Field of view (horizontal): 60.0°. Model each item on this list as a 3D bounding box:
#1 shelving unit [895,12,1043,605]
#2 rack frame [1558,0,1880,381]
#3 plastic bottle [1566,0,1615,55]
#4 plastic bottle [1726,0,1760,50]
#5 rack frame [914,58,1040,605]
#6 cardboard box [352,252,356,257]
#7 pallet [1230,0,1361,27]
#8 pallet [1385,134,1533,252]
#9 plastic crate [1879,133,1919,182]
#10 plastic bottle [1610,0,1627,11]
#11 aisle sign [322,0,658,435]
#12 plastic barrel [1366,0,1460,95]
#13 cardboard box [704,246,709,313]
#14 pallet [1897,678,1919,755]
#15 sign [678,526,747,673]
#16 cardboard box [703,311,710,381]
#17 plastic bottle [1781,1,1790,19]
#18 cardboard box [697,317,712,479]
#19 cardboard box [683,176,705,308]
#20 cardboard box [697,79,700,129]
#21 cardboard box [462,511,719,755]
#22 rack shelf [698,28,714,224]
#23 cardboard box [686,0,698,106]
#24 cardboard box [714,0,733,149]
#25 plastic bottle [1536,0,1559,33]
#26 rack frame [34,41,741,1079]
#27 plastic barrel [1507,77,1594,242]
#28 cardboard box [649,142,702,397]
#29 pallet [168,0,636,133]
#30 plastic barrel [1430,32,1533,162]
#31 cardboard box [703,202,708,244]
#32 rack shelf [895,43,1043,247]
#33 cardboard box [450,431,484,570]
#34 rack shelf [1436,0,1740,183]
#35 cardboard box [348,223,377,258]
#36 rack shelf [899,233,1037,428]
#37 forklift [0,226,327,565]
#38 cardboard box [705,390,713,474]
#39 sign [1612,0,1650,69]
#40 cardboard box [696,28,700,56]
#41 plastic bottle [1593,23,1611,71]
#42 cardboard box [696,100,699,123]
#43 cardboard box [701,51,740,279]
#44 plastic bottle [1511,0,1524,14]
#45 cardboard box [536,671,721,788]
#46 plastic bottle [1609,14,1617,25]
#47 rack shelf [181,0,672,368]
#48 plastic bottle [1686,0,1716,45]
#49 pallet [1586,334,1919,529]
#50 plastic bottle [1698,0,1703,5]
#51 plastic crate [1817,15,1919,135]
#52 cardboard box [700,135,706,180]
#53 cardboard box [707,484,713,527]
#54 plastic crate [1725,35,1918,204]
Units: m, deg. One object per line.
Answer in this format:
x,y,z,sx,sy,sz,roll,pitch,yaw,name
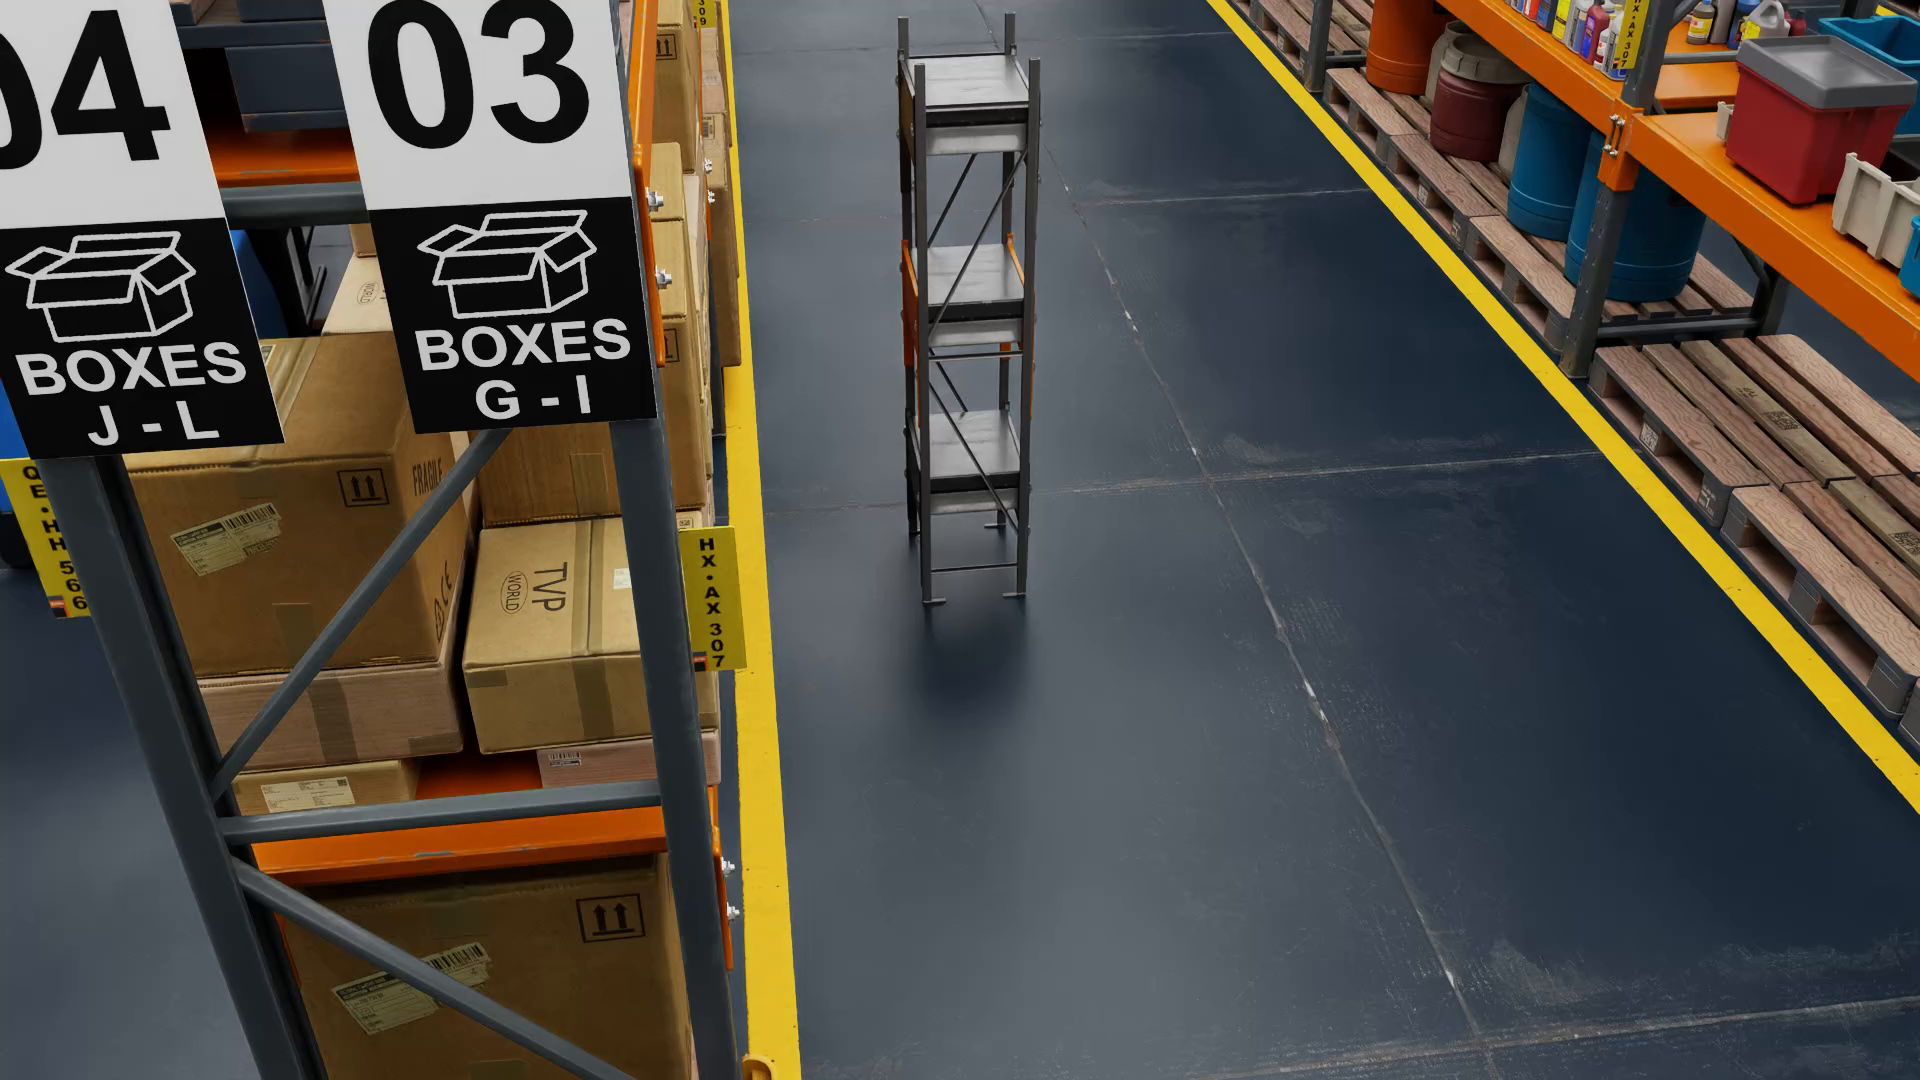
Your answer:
0.022,-0.775,6.023,0.431,2.100,0.503,-4,35,-6,shelving unit
3.363,-2.065,7.116,1.000,3.000,0.127,-4,35,-6,rack frame
2.941,-2.413,7.737,0.152,0.276,0.135,-4,35,-6,plastic bottle
3.672,-2.440,7.782,0.097,0.271,0.097,0,34,0,plastic bottle
0.055,-0.639,5.823,0.400,2.100,0.015,-4,35,-6,rack frame
-1.604,-0.902,5.279,0.500,0.250,0.500,-4,34,-5,cardboard box
2.599,-4.259,12.813,1.003,0.211,1.213,-4,35,-6,pallet
3.133,-2.029,9.539,1.003,0.211,1.213,-4,35,-6,pallet
3.780,-1.372,6.290,0.437,0.125,0.590,-4,35,-6,plastic crate
3.058,-2.544,7.863,0.144,0.351,0.185,-4,35,-6,plastic bottle
-0.700,-0.514,2.533,0.394,0.787,0.004,-4,35,-6,aisle sign
2.908,-3.302,10.486,0.600,0.830,0.708,-4,35,-6,plastic barrel
-1.040,-0.866,5.581,0.380,0.149,0.250,-4,34,-5,cardboard box
3.829,0.856,5.306,1.003,0.211,1.213,-4,35,-6,pallet
-0.456,0.113,3.081,0.100,0.325,0.005,-4,35,-6,sign
-0.973,-0.581,5.163,0.380,0.149,0.250,-4,34,-6,cardboard box
3.719,-2.328,7.606,0.061,0.283,0.133,-4,35,-6,plastic bottle
-0.944,-0.377,4.509,0.500,0.250,0.500,-5,35,-8,cardboard box
-1.084,-0.951,5.351,0.500,0.250,0.500,-4,34,-5,cardboard box
-1.359,-2.007,6.942,0.500,0.500,0.500,-4,35,-6,cardboard box
-0.804,0.193,3.672,0.500,0.250,0.500,-5,35,-8,cardboard box
-1.814,-2.509,8.406,1.077,0.370,4.000,-4,35,-6,rack shelf
-1.218,-1.824,5.967,0.500,0.500,0.500,-3,34,-5,cardboard box
-2.011,-2.831,9.754,1.225,0.875,0.875,-6,35,-9,cardboard box
2.890,-2.636,7.998,0.144,0.351,0.185,-4,35,-6,plastic bottle
-1.007,0.542,3.291,1.000,3.000,0.127,-4,35,-6,rack frame
3.212,-2.071,8.616,0.600,0.901,0.708,-4,35,-6,plastic barrel
-0.947,-0.684,4.294,0.500,0.500,0.500,-5,35,-8,cardboard box
-1.117,-1.074,3.077,1.003,0.211,1.213,-4,35,-6,pallet
3.060,-2.572,9.629,0.600,0.588,0.708,-4,35,-6,plastic barrel
-1.110,-1.154,6.002,0.380,0.149,0.250,-5,35,-7,cardboard box
0.022,-1.342,5.637,0.431,0.518,0.480,-4,35,-6,rack shelf
-1.403,-0.052,4.032,0.500,0.250,0.500,-5,35,-7,cardboard box
3.094,-2.884,8.957,1.077,0.370,4.000,-4,35,-6,rack shelf
-1.601,-1.209,5.063,0.500,0.500,0.500,-5,35,-8,cardboard box
0.022,-0.764,6.031,0.431,0.518,0.480,-4,35,-6,rack shelf
-3.525,-1.935,6.987,1.130,2.935,3.031,-6,35,-9,forklift
-0.903,-0.294,4.741,0.380,0.149,0.250,-5,35,-7,cardboard box
2.818,-2.139,6.979,0.100,0.325,0.005,-4,35,-6,sign
-1.494,-2.567,7.764,0.500,0.500,0.500,-5,35,-7,cardboard box
2.947,-2.241,7.551,0.097,0.201,0.097,0,34,0,plastic bottle
-1.225,-1.524,6.192,0.500,0.250,0.500,-5,35,-7,cardboard box
-1.772,-1.840,8.300,1.225,0.875,0.875,-6,35,-8,cardboard box
2.855,-2.769,8.260,0.152,0.276,0.135,-4,35,-6,plastic bottle
-0.728,0.423,3.689,0.380,0.149,0.250,-4,34,-6,cardboard box
2.989,-2.320,7.667,0.097,0.201,0.097,0,34,0,plastic bottle
-1.276,-1.516,4.286,1.077,0.370,4.000,-4,35,-6,rack shelf
3.508,-2.454,7.864,0.097,0.201,0.097,0,34,0,plastic bottle
3.501,-0.505,7.304,1.003,0.211,1.213,-4,35,-6,pallet
3.628,-2.595,8.071,0.097,0.201,0.097,0,34,0,plastic bottle
3.764,-1.848,6.760,0.392,0.384,0.575,-4,35,-6,plastic crate
-1.179,-1.441,6.423,0.380,0.149,0.250,-4,34,-6,cardboard box
-0.834,-0.008,4.322,0.380,0.149,0.250,-5,35,-7,cardboard box
3.235,-1.599,6.323,0.402,0.464,0.583,-4,35,-6,plastic crate
